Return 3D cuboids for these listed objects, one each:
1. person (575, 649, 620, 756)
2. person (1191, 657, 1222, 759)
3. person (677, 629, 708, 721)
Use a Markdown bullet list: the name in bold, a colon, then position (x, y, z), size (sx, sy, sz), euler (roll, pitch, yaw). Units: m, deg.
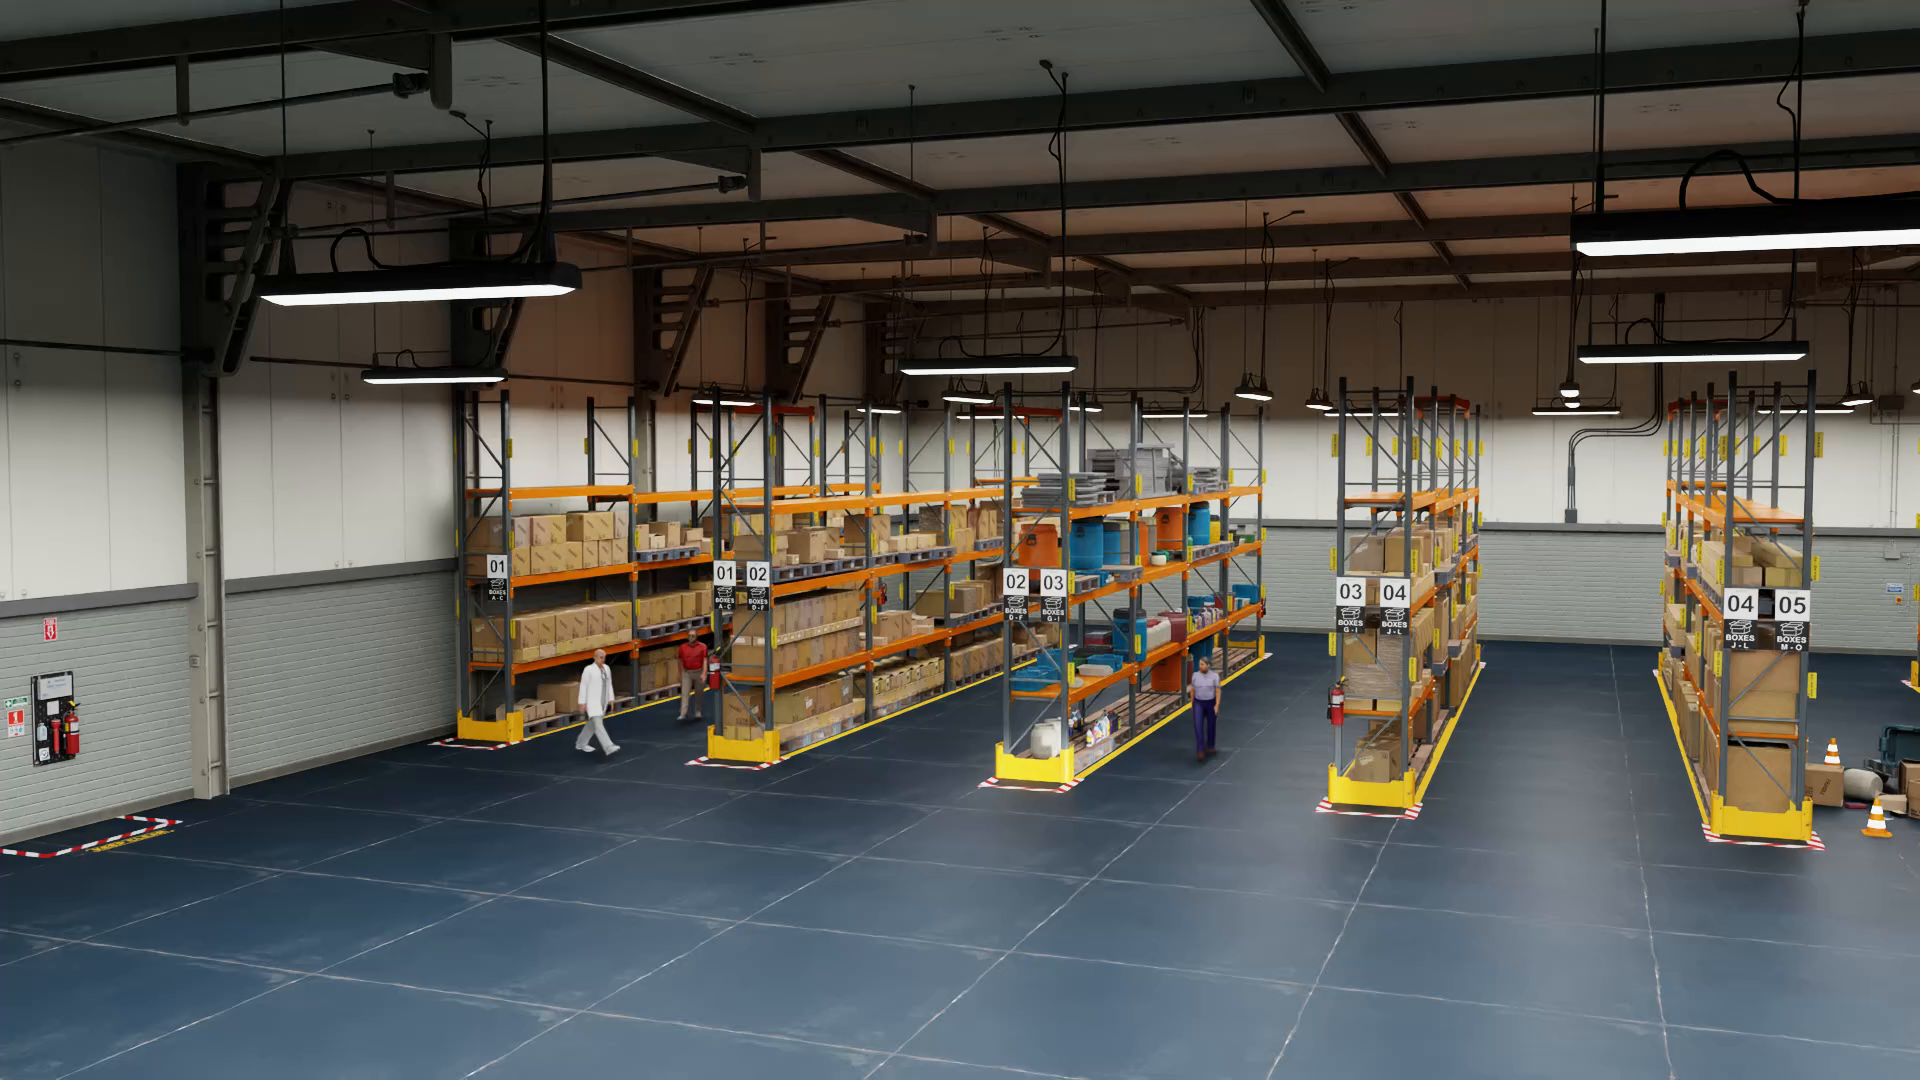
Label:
- **person**: position (-5.852, 2.633, 27.061), size (1.163, 1.711, 0.592), euler (2, 4, 28)
- **person**: position (3.977, 2.701, 26.925), size (0.508, 1.593, 0.931), euler (1, 3, 11)
- **person**: position (-4.882, 2.470, 30.352), size (0.571, 1.667, 1.071), euler (-1, 3, -10)
